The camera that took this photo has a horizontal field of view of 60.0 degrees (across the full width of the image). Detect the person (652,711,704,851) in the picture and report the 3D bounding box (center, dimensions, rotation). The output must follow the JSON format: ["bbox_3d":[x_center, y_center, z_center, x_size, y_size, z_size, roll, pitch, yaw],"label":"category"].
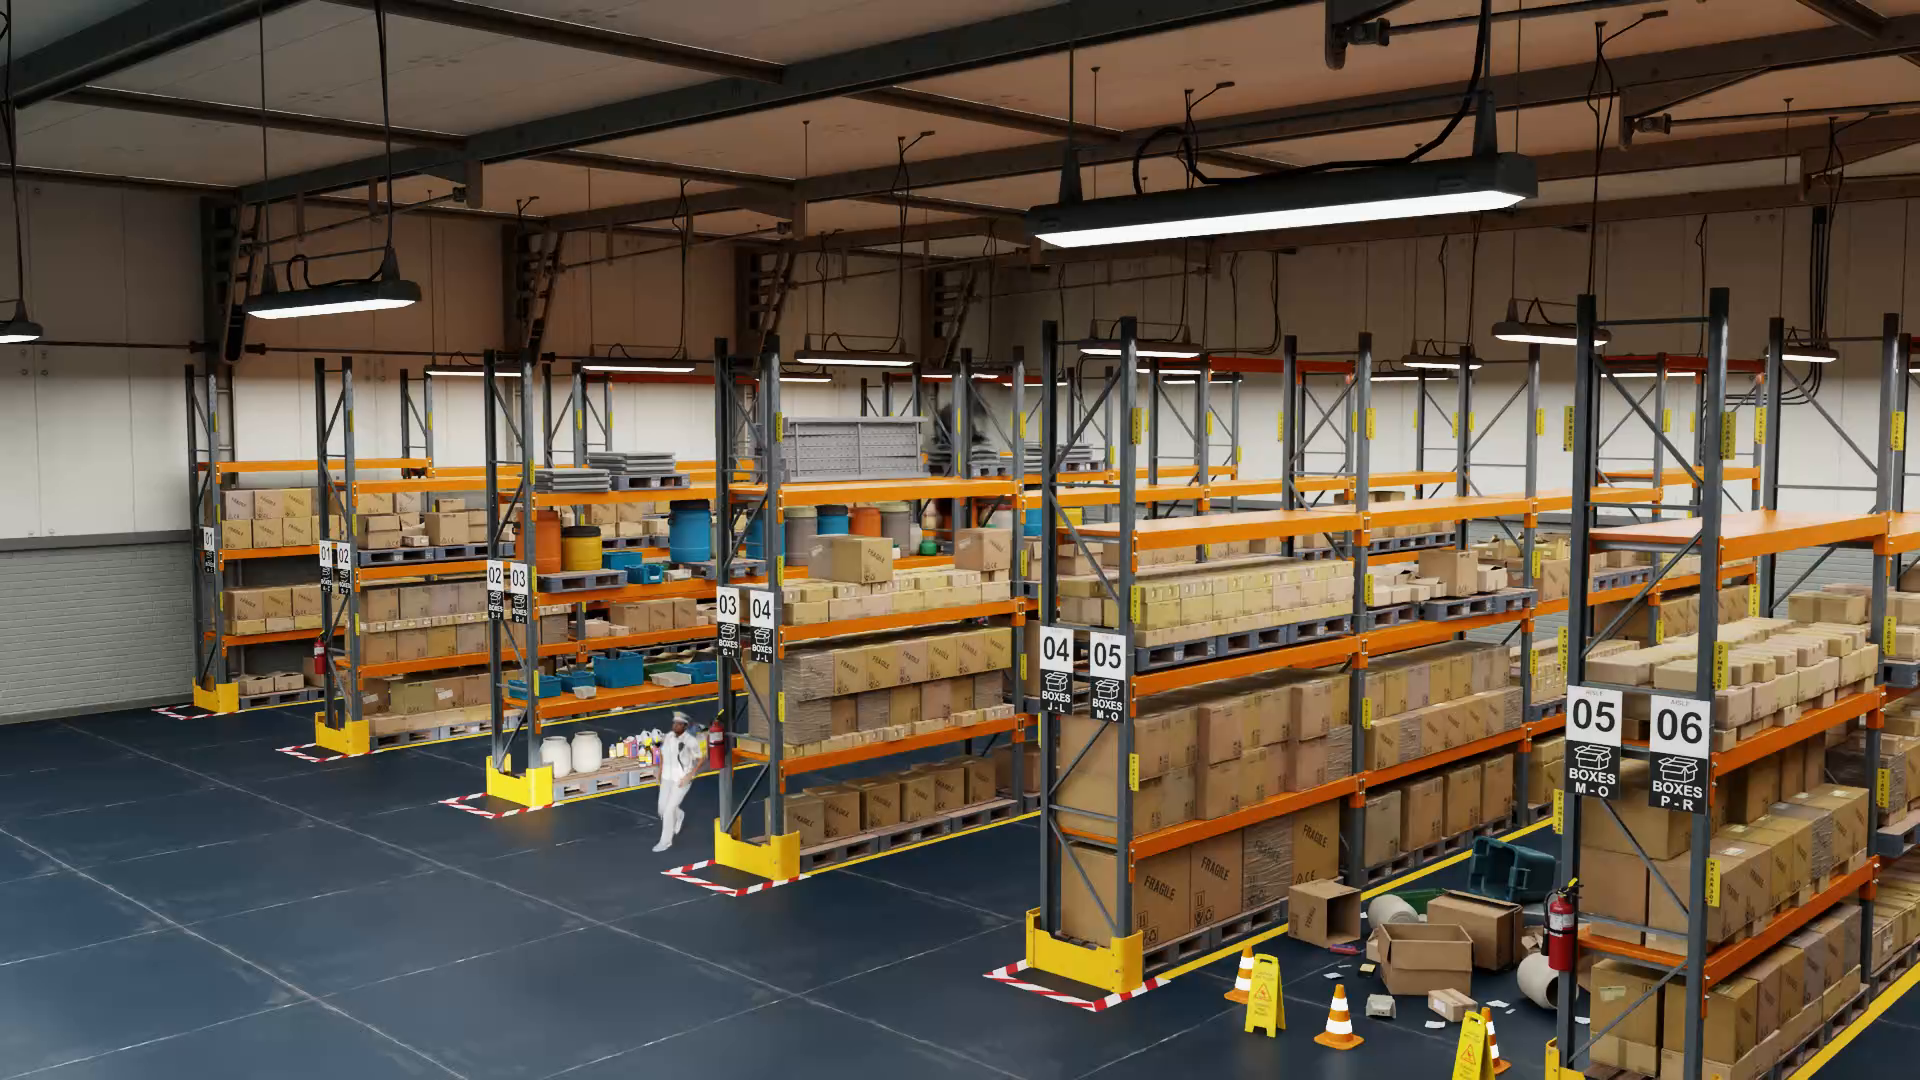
[{"bbox_3d":[-3.308,2.841,19.769,0.599,1.666,0.632,2,5,24],"label":"person"}]

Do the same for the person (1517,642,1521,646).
[{"bbox_3d":[8.601,2.392,25.443,0.694,1.686,0.588,4,6,39],"label":"person"}]
